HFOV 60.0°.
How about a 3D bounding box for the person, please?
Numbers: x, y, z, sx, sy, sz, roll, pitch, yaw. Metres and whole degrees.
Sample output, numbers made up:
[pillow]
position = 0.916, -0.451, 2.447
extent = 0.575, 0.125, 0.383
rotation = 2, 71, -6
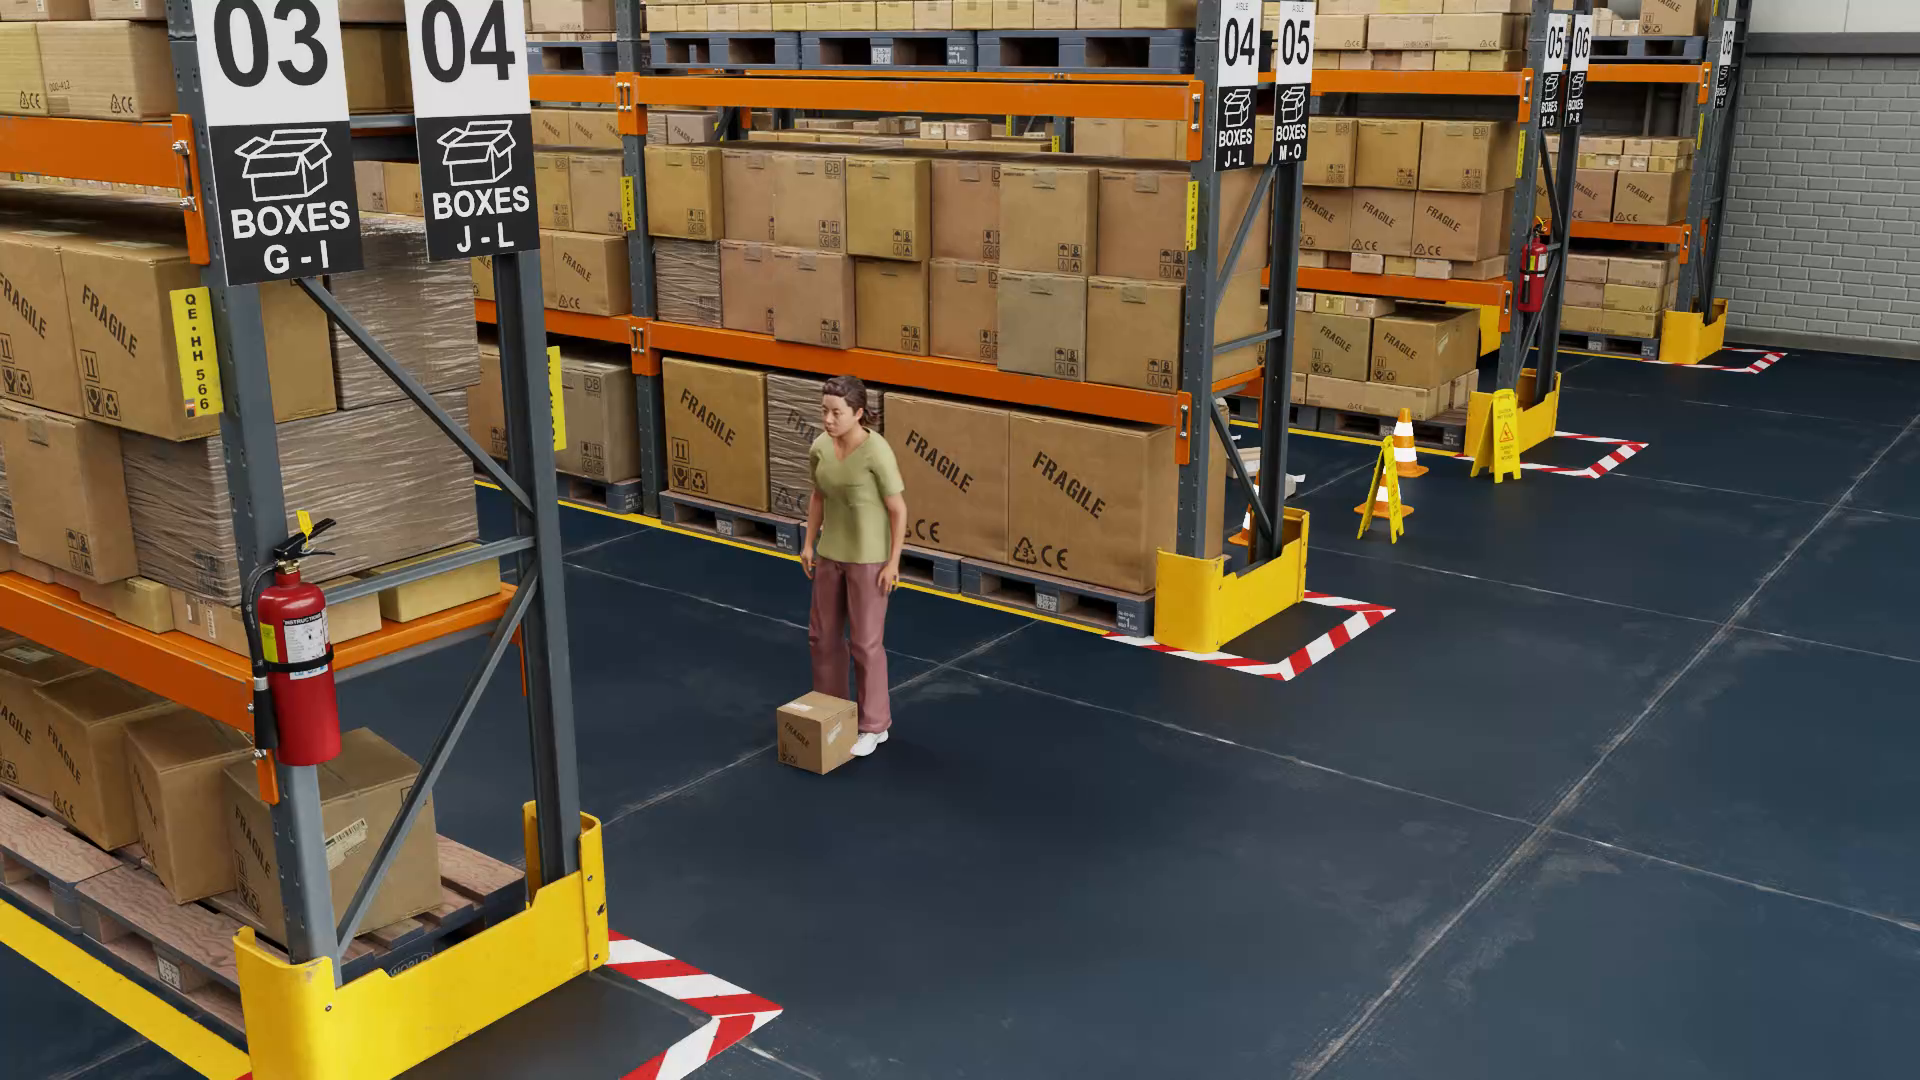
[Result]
[person]
position = -0.477, 0.210, 7.248
extent = 0.516, 1.438, 0.359
rotation = 11, 20, 33
